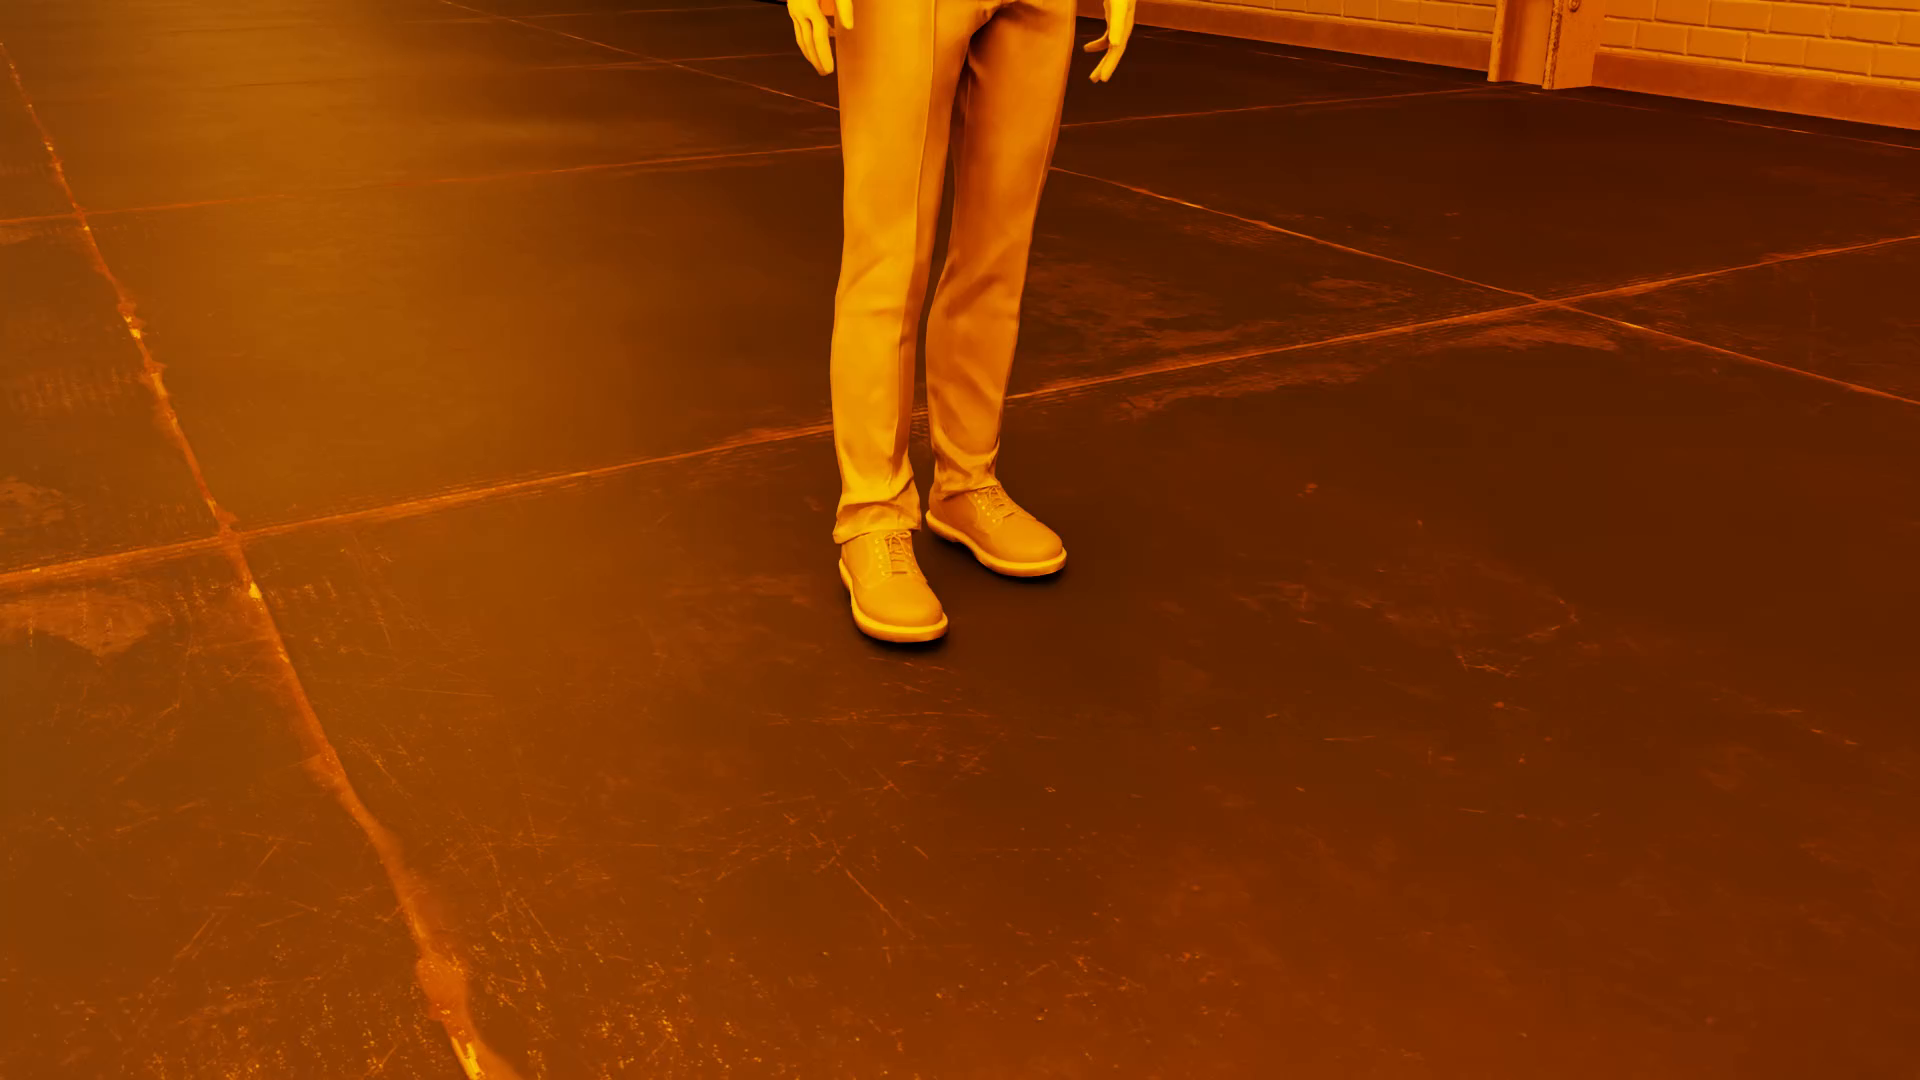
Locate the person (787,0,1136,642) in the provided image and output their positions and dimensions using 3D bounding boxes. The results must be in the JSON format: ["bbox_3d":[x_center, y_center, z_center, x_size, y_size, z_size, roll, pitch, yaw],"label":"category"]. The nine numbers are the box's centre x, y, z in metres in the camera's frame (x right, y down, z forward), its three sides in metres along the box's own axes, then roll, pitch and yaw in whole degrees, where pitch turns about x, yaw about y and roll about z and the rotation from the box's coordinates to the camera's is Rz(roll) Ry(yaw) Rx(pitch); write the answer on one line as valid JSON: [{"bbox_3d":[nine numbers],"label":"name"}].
[{"bbox_3d":[0.029,-0.767,2.252,0.588,1.695,0.531,-12,25,-28],"label":"person"}]
